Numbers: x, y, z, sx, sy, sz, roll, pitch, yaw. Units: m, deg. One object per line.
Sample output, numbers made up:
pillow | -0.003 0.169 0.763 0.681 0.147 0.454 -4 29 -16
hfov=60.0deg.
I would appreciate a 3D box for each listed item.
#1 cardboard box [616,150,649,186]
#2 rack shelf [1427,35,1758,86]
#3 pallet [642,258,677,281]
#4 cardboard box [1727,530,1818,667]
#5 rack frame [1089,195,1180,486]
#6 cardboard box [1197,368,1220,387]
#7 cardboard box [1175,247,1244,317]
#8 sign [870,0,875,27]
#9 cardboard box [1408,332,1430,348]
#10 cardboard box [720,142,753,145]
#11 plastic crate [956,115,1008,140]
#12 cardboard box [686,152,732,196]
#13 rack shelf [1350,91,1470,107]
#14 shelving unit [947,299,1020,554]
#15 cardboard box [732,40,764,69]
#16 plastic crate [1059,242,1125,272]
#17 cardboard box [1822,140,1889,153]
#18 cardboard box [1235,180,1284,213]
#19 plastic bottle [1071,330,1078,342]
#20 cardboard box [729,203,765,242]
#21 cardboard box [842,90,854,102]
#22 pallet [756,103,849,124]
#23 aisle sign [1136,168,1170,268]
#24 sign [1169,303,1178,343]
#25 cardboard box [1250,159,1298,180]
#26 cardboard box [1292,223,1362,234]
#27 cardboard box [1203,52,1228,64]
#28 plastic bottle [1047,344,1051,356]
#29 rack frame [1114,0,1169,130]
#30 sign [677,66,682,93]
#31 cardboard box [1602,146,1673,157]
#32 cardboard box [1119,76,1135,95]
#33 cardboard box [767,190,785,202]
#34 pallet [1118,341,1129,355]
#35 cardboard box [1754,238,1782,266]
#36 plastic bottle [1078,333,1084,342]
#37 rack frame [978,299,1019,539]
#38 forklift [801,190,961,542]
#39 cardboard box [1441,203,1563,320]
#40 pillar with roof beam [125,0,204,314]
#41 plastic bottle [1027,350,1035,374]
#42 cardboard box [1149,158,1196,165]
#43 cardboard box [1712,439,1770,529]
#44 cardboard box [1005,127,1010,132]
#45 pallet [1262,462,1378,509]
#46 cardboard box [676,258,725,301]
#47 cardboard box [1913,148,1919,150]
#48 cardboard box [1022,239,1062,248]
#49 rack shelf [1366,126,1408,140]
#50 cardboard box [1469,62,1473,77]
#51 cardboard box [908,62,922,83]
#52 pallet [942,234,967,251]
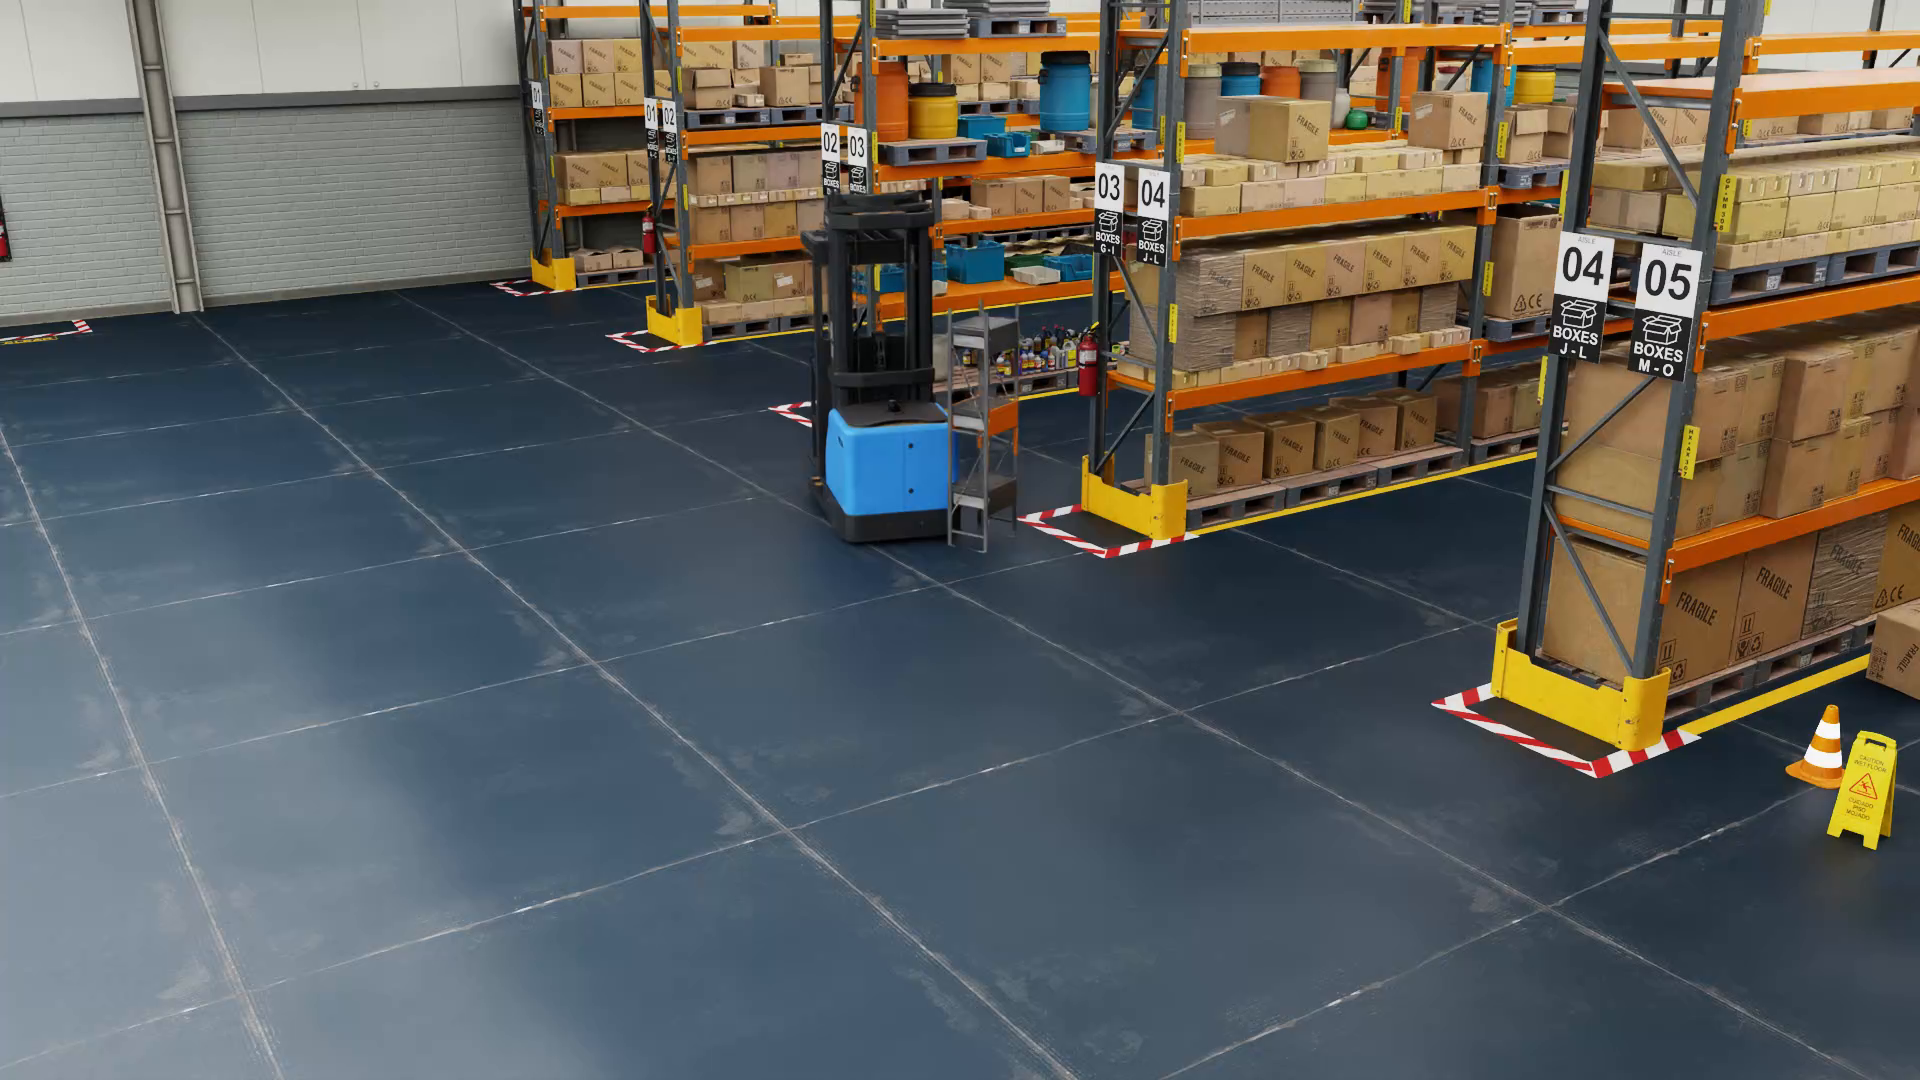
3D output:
cardboard box | -5.240 -6.030 26.928 0.500 0.500 0.500 -13 22 -33
rack shelf | 6.527 -4.952 17.090 4.000 0.370 1.077 -12 22 -31
pallet | -4.878 -4.598 28.016 1.213 0.211 1.003 -12 22 -31
cardboard box | 5.423 0.276 11.907 0.875 0.875 0.875 -12 22 -32
rack frame | 1.516 -1.584 14.746 0.127 3.000 1.000 -12 22 -31
cardboard box | 2.104 -1.490 14.861 0.250 0.149 0.380 -12 22 -31
cardboard box | 2.125 -2.270 14.593 0.500 0.500 0.500 -12 22 -31
sign | -0.909 -5.504 17.300 0.005 0.325 0.100 -12 22 -31
cardboard box | 4.383 -1.983 16.320 0.250 0.149 0.380 -12 22 -31
cardboard box | -3.824 -6.530 28.408 0.500 0.500 0.500 -13 22 -33
plastic crate | 0.219 -4.738 19.418 0.575 0.384 0.392 -12 22 -31
cardboard box | -3.488 -4.984 22.622 0.500 0.500 0.700 -12 22 -31
rack shelf | 7.763 -7.780 29.514 4.000 0.370 1.077 -12 22 -31
shelving unit | 0.200 -0.976 14.351 0.431 2.100 0.503 12 22 31
cardboard box | -3.585 -8.054 27.451 0.500 0.500 0.500 -14 23 -36
plastic crate | 1.625 -3.525 20.586 0.504 0.338 0.767 -12 22 -31
cardboard box | 6.373 -2.762 11.883 0.250 0.149 0.380 -12 22 -32
cardboard box | 2.488 -3.042 14.609 0.500 0.250 0.500 -12 22 -33
plastic bottle | 1.429 -2.503 21.020 0.133 0.283 0.061 -12 22 -31
cardboard box | -3.096 -4.454 23.080 0.500 0.500 0.700 -11 22 -30
cardboard box | -1.446 -6.220 23.295 0.250 0.149 0.380 -12 22 -31
pallet | -2.305 -5.947 23.107 1.213 0.211 1.003 -12 22 -31
aisle sign | 1.629 -2.724 14.060 0.004 0.787 0.394 -12 22 -31
sign | 1.814 -1.849 14.178 0.005 0.325 0.100 -12 22 -31
cardboard box | 2.758 -3.277 14.682 0.250 0.149 0.380 -12 22 -32
cardboard box | 3.506 -2.763 16.051 0.500 0.500 0.500 -12 22 -31
cardboard box | 3.972 -7.840 26.851 0.500 0.500 0.500 -12 22 -31
plastic bottle | 1.126 -2.254 20.284 0.133 0.283 0.061 -12 22 -31
rack frame | 2.133 -6.455 19.788 0.127 3.000 1.000 -12 22 -31
sign | -3.629 -5.957 21.510 0.005 0.325 0.100 -12 22 -31
cardboard box | 7.107 -4.015 17.487 0.500 0.250 0.500 -11 22 -30
cardboard box | 2.404 -7.097 25.949 0.500 0.250 0.500 -14 23 -35
cardboard box | -2.622 -4.783 23.039 0.250 0.149 0.380 -13 23 -33
pallet | 2.767 -2.441 21.635 1.213 0.211 1.003 -12 22 -31
cardboard box | 4.834 -1.807 10.304 0.250 0.149 0.380 -12 22 -31
plastic bottle | 1.540 -2.539 21.254 0.097 0.201 0.097 0 19 0
rack frame | 0.333 -1.041 14.545 0.400 2.100 0.015 12 22 31
forklift | -0.850 -1.804 15.505 1.130 2.935 3.031 -5 19 -13
cardboard box | 5.597 -2.874 16.970 1.000 1.000 1.000 -12 22 -31
pillar with roof beam | -9.191 -6.547 20.059 0.400 9.000 9.100 -12 22 -31
plastic bottle | 0.847 -2.138 19.960 0.097 0.271 0.097 0 19 0
cardboard box | 1.858 -3.269 14.660 0.250 0.149 0.380 -13 22 -33
cardboard box | 4.892 -0.490 11.278 0.550 0.550 0.875 -12 22 -31
cardboard box | 0.570 -7.537 30.531 0.500 0.250 0.500 -11 22 -30
pallet | 3.295 -0.623 16.259 1.213 0.211 1.003 -12 22 -31
cardboard box | -3.645 -3.660 23.353 0.500 0.500 0.500 -12 22 -31
cardboard box | 6.740 -2.588 11.367 0.250 0.149 0.380 -11 22 -30
cardboard box | 1.292 -4.608 26.452 0.500 0.311 0.500 -13 22 -33
rack shelf | 7.144 -5.750 23.509 4.000 0.370 1.077 -12 22 -31
cardboard box | 9.145 -8.480 29.916 0.500 0.250 0.500 -12 22 -31
cardboard box | -1.109 -8.243 29.569 0.637 0.503 0.797 -9 20 -24
pallet | -0.629 -5.509 30.711 1.213 0.211 1.003 -12 22 -31
